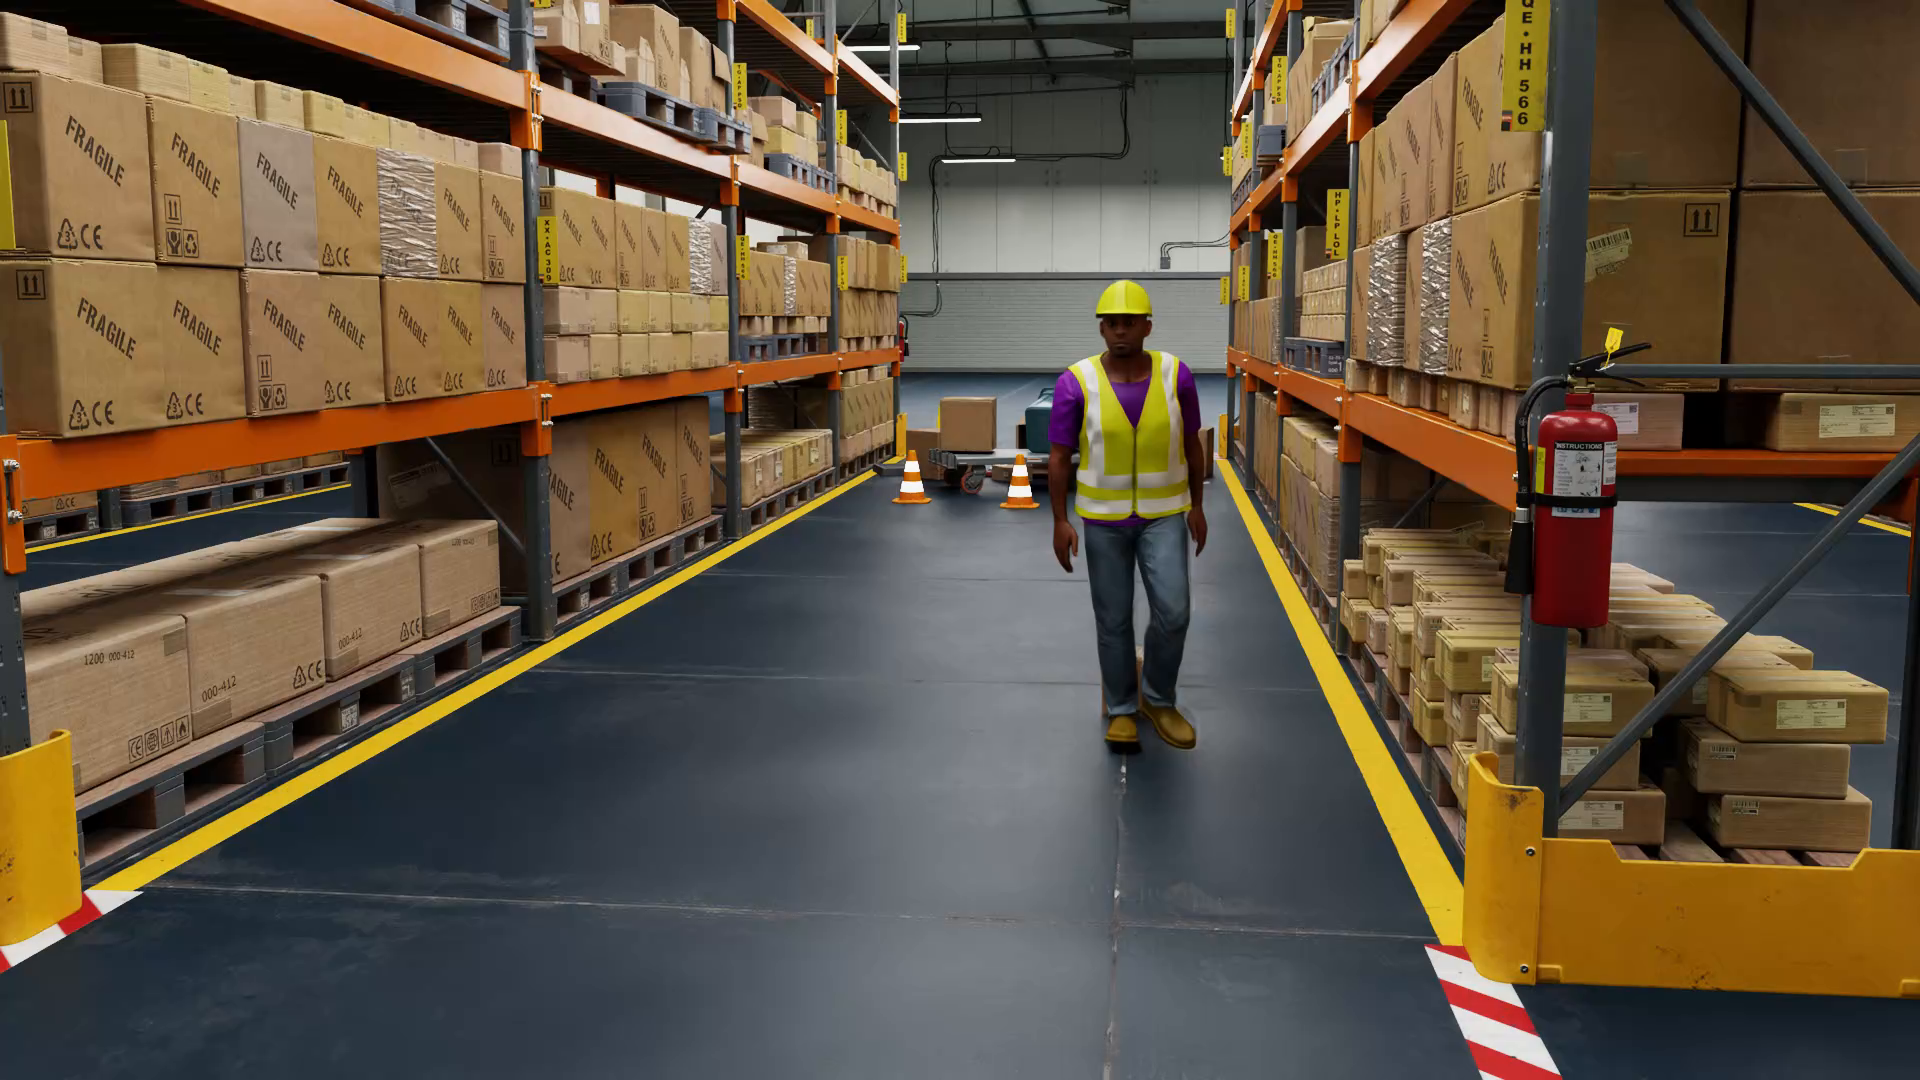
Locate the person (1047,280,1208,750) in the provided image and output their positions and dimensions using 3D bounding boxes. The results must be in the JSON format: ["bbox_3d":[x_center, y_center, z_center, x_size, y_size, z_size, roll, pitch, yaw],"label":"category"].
[{"bbox_3d":[0.628,-0.086,6.205,0.609,1.744,0.523,0,8,4],"label":"person"}]
